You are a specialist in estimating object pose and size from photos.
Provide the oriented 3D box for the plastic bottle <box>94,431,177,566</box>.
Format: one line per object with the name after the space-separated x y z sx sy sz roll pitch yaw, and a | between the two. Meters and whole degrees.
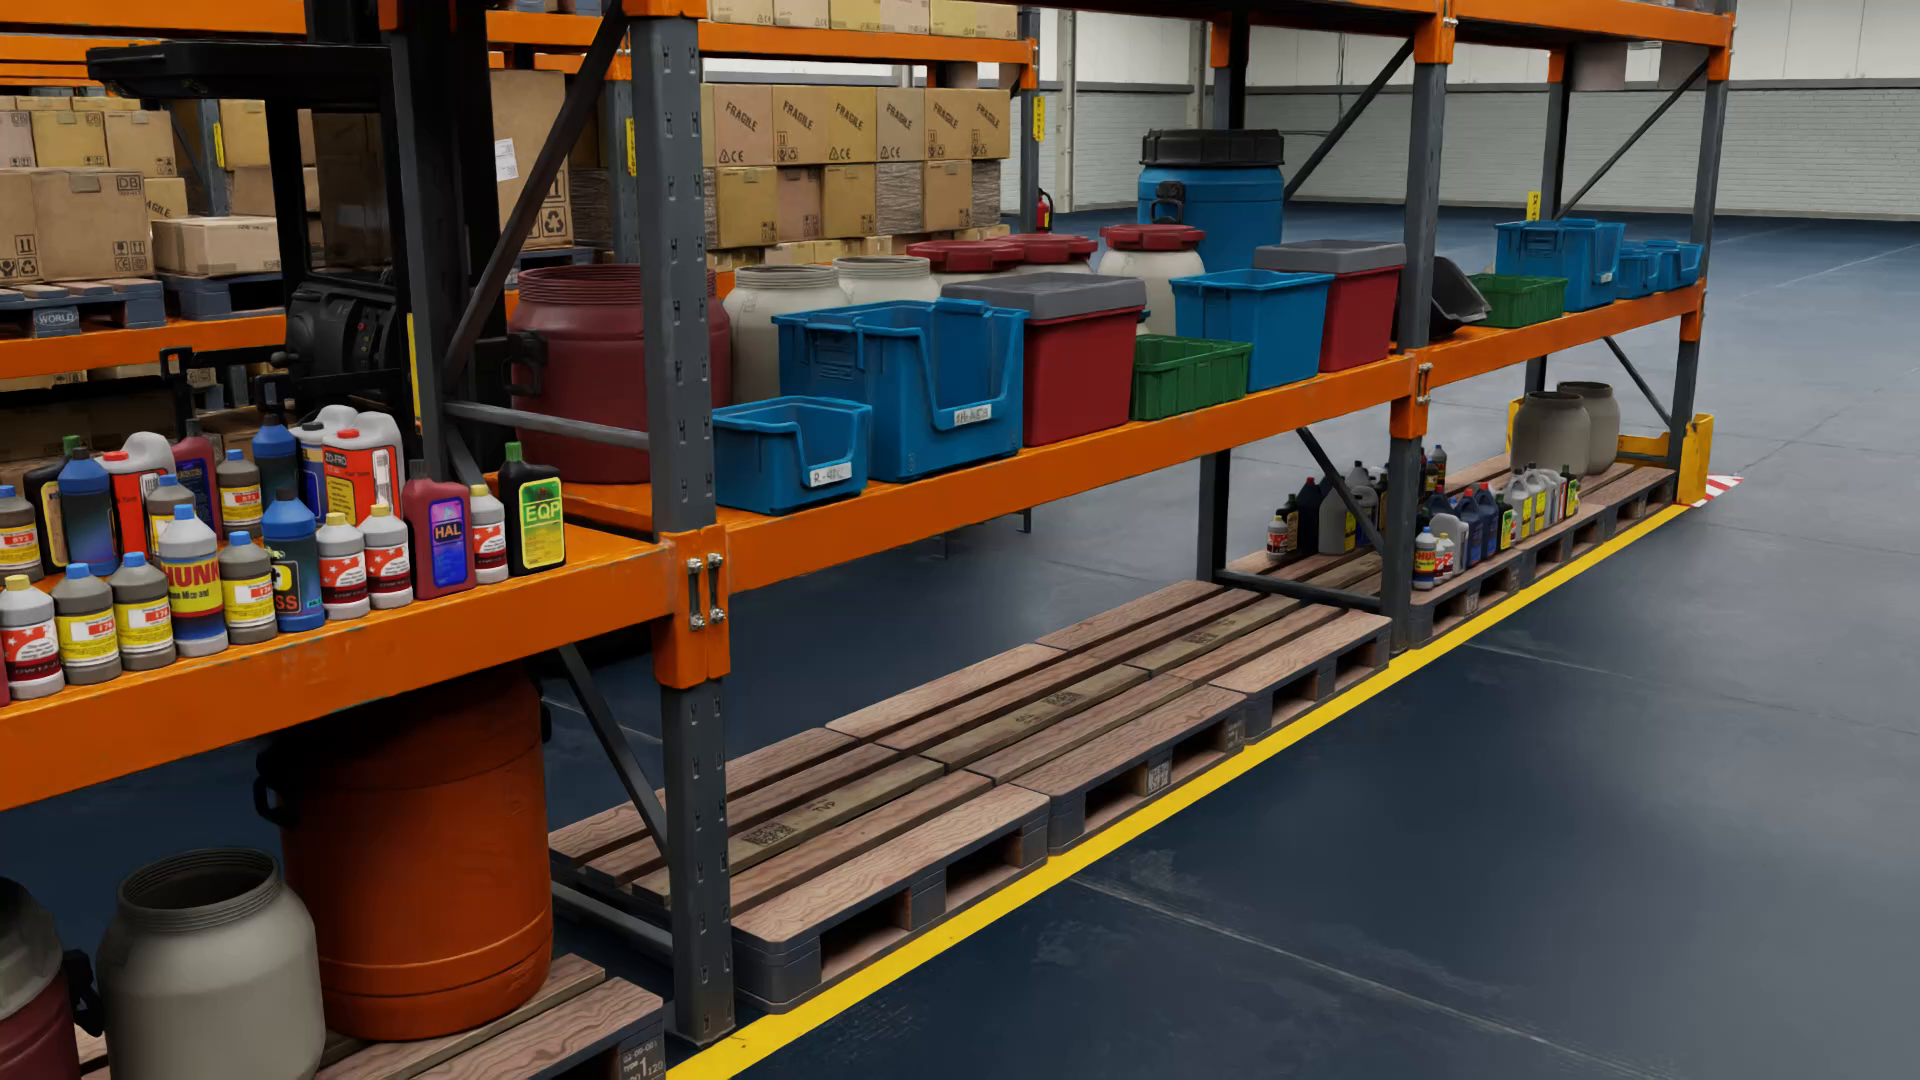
-1.809 -0.092 3.646 0.152 0.276 0.135 11 18 38 | plastic bottle

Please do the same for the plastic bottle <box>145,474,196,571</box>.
-1.700 -0.040 3.593 0.097 0.201 0.097 0 14 0 | plastic bottle

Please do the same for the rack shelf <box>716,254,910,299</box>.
-1.076 -1.841 11.738 1.077 0.370 4.000 11 18 38 | rack shelf

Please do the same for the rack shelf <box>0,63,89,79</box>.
-8.784 -4.828 17.405 1.077 0.370 4.000 11 18 38 | rack shelf

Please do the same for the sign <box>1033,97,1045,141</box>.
0.600 -3.197 12.622 0.100 0.325 0.005 11 18 38 | sign

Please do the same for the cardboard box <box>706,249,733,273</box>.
-1.661 -1.777 10.537 0.380 0.149 0.250 11 18 38 | cardboard box

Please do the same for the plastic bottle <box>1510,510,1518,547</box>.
2.664 -0.074 8.112 0.097 0.201 0.097 0 14 0 | plastic bottle

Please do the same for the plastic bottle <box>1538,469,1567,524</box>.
3.040 -0.235 8.596 0.152 0.276 0.135 11 18 38 | plastic bottle

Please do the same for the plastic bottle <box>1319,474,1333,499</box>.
1.821 -0.174 8.202 0.144 0.351 0.185 10 17 35 | plastic bottle

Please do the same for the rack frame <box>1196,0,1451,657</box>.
1.519 -1.040 7.124 1.000 3.000 0.127 11 18 38 | rack frame

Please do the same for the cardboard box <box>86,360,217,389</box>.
-6.448 -1.574 12.941 1.050 0.750 0.750 11 18 37 | cardboard box

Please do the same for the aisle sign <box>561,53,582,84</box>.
-3.802 -4.679 16.170 0.394 0.787 0.004 11 18 38 | aisle sign

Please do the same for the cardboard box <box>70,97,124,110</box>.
-8.921 -4.254 16.939 0.700 0.500 0.500 11 18 36 | cardboard box

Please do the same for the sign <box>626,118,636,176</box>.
-1.899 -2.282 9.663 0.100 0.325 0.005 11 18 38 | sign

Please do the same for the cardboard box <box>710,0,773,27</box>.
-1.522 -3.336 10.376 0.500 0.250 0.500 11 18 37 | cardboard box

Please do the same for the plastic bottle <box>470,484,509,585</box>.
-1.004 -0.015 3.493 0.097 0.201 0.097 0 14 0 | plastic bottle

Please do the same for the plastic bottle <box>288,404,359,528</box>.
-1.518 -0.181 3.995 0.152 0.276 0.135 11 18 38 | plastic bottle

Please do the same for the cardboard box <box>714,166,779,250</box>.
-1.660 -2.166 10.749 0.875 0.500 0.500 11 18 38 | cardboard box

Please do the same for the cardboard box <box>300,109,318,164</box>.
-5.614 -3.378 13.830 0.875 0.550 0.550 11 18 38 | cardboard box

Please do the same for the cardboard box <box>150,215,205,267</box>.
-4.009 -1.540 8.512 0.396 0.266 0.258 11 18 36 | cardboard box

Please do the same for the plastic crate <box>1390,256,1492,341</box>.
1.947 -1.090 7.449 0.767 0.338 0.504 11 18 38 | plastic crate

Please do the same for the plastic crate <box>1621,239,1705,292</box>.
3.952 -1.592 9.598 0.499 0.251 0.616 11 18 38 | plastic crate

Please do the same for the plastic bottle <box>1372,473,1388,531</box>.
2.119 -0.192 8.411 0.061 0.283 0.133 11 18 38 | plastic bottle

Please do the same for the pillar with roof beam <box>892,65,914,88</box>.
2.133 -10.568 32.447 9.100 9.000 0.400 11 18 38 | pillar with roof beam

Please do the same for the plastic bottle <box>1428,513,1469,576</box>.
2.243 0.008 7.639 0.152 0.276 0.135 12 19 40 | plastic bottle

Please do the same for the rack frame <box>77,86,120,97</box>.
-11.390 -4.873 22.214 1.000 3.000 0.127 11 18 38 | rack frame

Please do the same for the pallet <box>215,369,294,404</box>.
-5.589 -1.375 14.108 1.003 0.211 1.213 11 18 38 | pallet

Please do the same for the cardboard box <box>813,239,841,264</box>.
-1.032 -1.969 11.290 0.380 0.149 0.250 11 18 38 | cardboard box

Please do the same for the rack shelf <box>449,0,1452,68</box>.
0.262 -1.762 5.336 1.077 0.370 4.000 11 18 38 | rack shelf

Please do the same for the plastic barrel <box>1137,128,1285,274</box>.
1.041 -1.256 6.956 0.600 0.901 0.708 11 18 38 | plastic barrel

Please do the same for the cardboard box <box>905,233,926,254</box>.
-0.471 -2.174 12.097 0.380 0.149 0.250 11 18 38 | cardboard box

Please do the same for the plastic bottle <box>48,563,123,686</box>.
-1.516 0.141 2.878 0.097 0.201 0.097 0 14 0 | plastic bottle

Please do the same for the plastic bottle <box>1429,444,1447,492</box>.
2.651 -0.398 9.244 0.097 0.271 0.097 0 14 0 | plastic bottle

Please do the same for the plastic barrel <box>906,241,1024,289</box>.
0.014 -0.733 5.641 0.433 0.535 0.433 0 14 0 | plastic barrel

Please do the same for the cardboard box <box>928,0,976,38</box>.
-0.236 -3.726 11.910 0.500 0.250 0.500 11 18 38 | cardboard box

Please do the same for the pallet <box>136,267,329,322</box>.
-3.635 -1.333 8.667 1.003 0.211 1.213 11 18 38 | pallet

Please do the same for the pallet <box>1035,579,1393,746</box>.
1.056 0.468 6.852 1.003 0.211 1.213 11 18 38 | pallet

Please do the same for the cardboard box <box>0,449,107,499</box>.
-4.442 -0.173 7.897 0.700 0.500 0.500 10 17 35 | cardboard box

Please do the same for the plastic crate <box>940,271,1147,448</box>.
0.259 -0.567 5.133 0.402 0.464 0.583 11 18 38 | plastic crate

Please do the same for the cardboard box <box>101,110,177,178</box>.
-6.435 -3.030 12.726 0.700 0.500 0.500 11 18 37 | cardboard box

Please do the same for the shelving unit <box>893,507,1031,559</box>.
0.004 -0.728 8.943 0.431 1.500 0.755 11 18 38 | shelving unit

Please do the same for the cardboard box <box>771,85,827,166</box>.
-1.225 -2.722 10.908 0.500 0.500 0.500 11 18 38 | cardboard box

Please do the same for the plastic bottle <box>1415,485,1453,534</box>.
2.237 -0.082 7.840 0.144 0.351 0.185 11 18 38 | plastic bottle

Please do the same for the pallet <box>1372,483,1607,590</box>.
2.740 -0.045 8.872 1.003 0.211 1.213 11 18 38 | pallet

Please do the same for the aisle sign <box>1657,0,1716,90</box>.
4.310 -3.034 9.693 0.394 0.787 0.004 11 18 38 | aisle sign

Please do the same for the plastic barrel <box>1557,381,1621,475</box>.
3.679 -0.666 9.852 0.421 0.512 0.421 0 14 0 | plastic barrel

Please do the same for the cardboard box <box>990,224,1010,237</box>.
0.162 -2.364 12.847 0.380 0.149 0.250 11 18 38 | cardboard box

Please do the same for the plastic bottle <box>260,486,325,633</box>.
-1.271 0.033 3.163 0.097 0.271 0.097 0 14 0 | plastic bottle

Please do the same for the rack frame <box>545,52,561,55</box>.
-3.613 -3.359 16.254 1.000 3.000 0.127 11 18 38 | rack frame

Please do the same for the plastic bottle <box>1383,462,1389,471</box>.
2.246 -0.274 8.758 0.097 0.271 0.097 0 14 0 | plastic bottle

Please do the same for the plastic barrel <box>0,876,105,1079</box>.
-1.999 1.004 3.123 0.600 0.588 0.708 11 18 38 | plastic barrel

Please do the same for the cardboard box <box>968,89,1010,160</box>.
0.027 -3.106 12.420 0.500 0.500 0.500 11 18 38 | cardboard box

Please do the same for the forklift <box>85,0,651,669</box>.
-2.590 -0.825 6.416 3.031 2.935 1.130 -13 19 -41 | forklift

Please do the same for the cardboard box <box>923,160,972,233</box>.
-0.407 -2.550 12.260 0.875 0.500 0.500 11 18 38 | cardboard box
